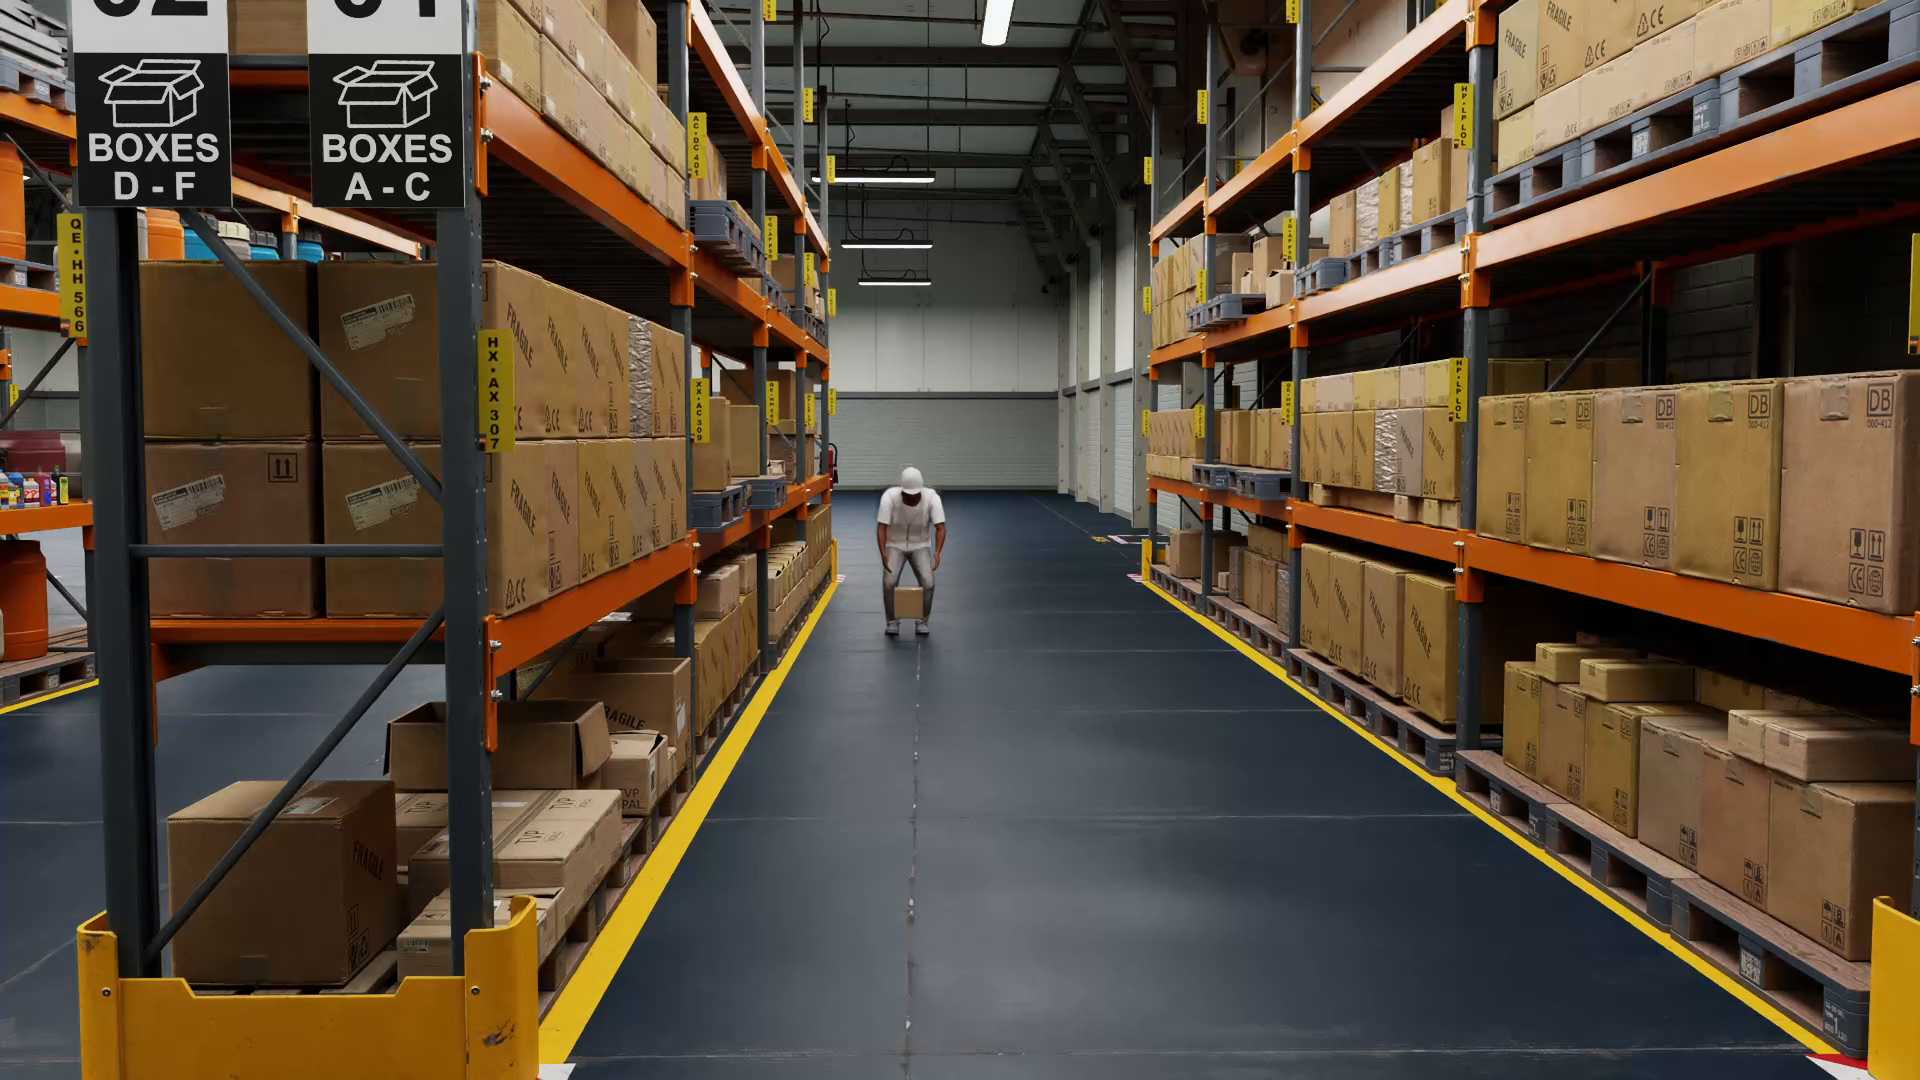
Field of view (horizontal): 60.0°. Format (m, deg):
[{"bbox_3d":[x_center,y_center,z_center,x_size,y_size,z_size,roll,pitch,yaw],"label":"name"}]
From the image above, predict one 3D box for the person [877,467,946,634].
[{"bbox_3d":[-0.439,0.096,15.048,0.627,1.513,0.687,0,4,-1],"label":"person"}]
